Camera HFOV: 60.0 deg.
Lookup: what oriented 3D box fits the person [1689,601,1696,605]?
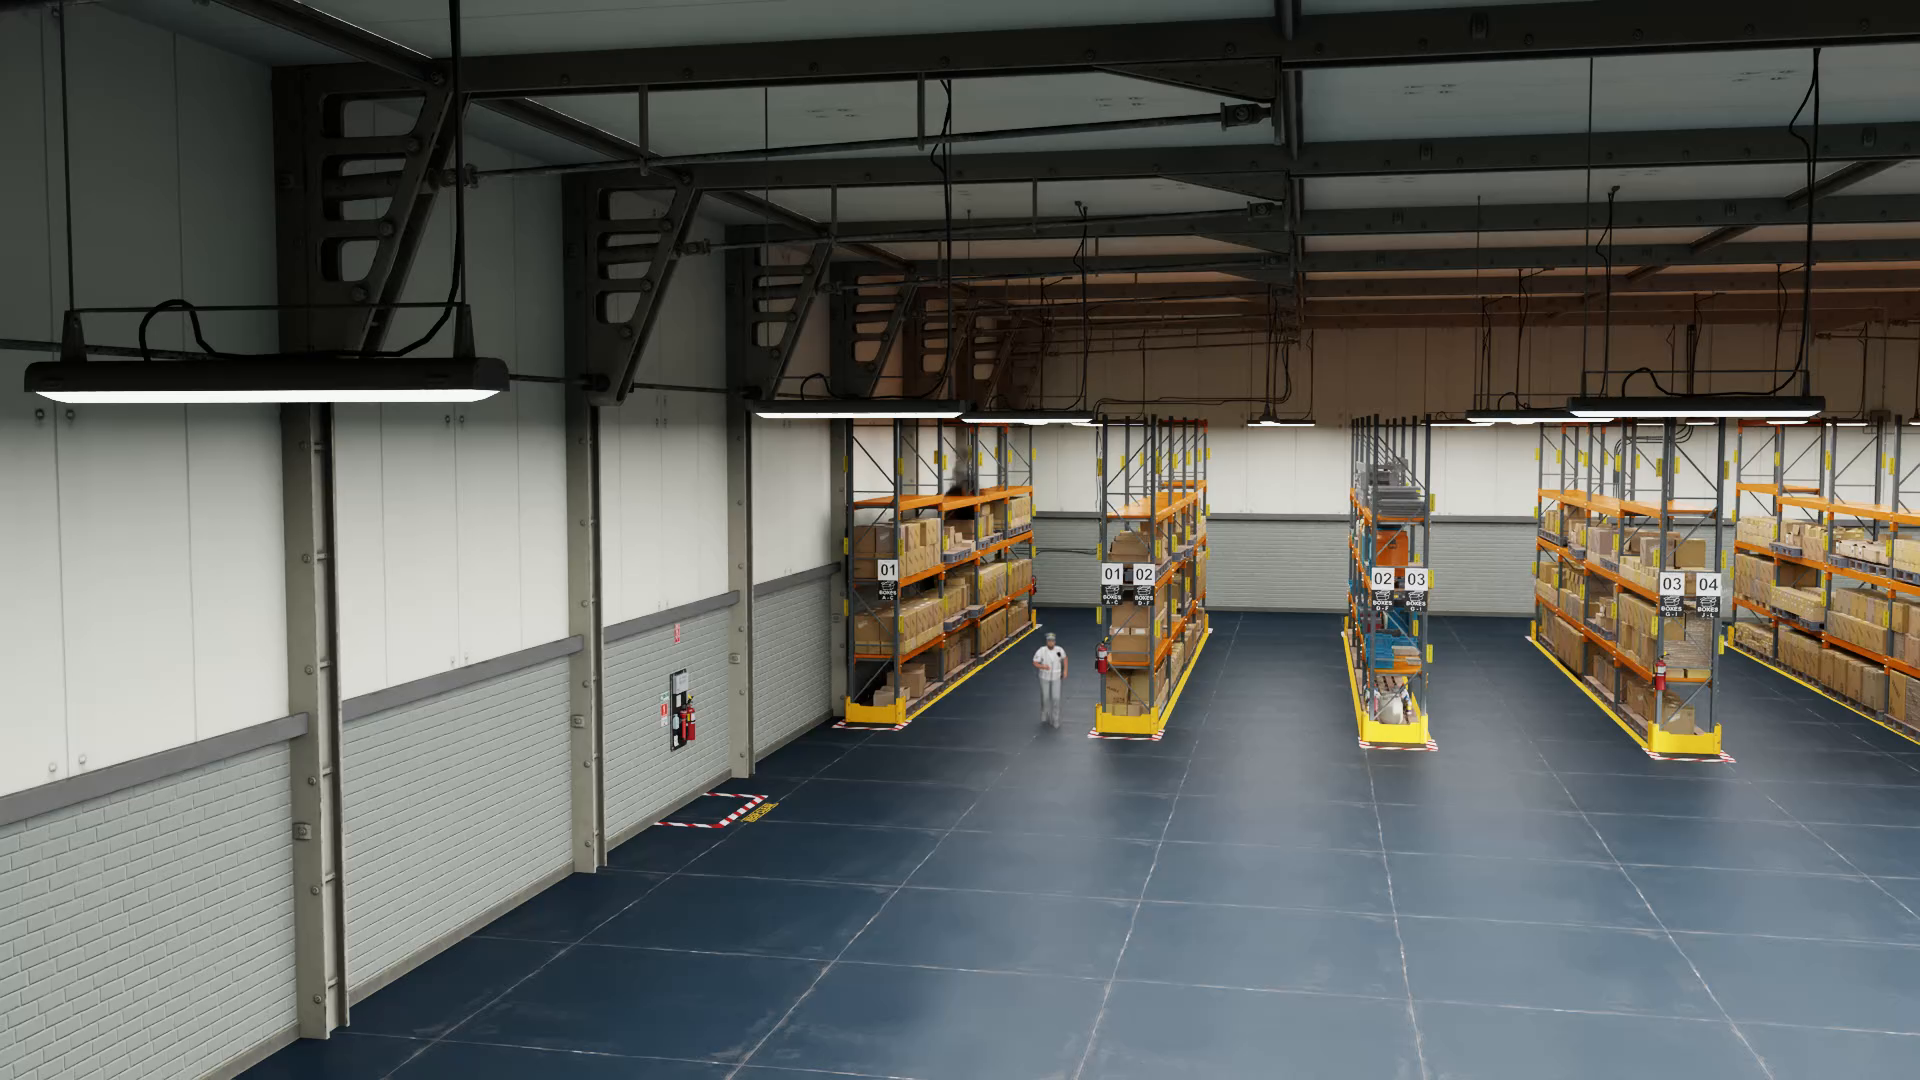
[{"bbox_3d":[20.024,1.887,45.271,0.700,1.763,0.852,-1,4,-17],"label":"person"}]

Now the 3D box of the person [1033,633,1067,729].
[{"bbox_3d":[1.747,2.700,32.183,0.679,1.841,0.832,0,4,-4],"label":"person"}]
